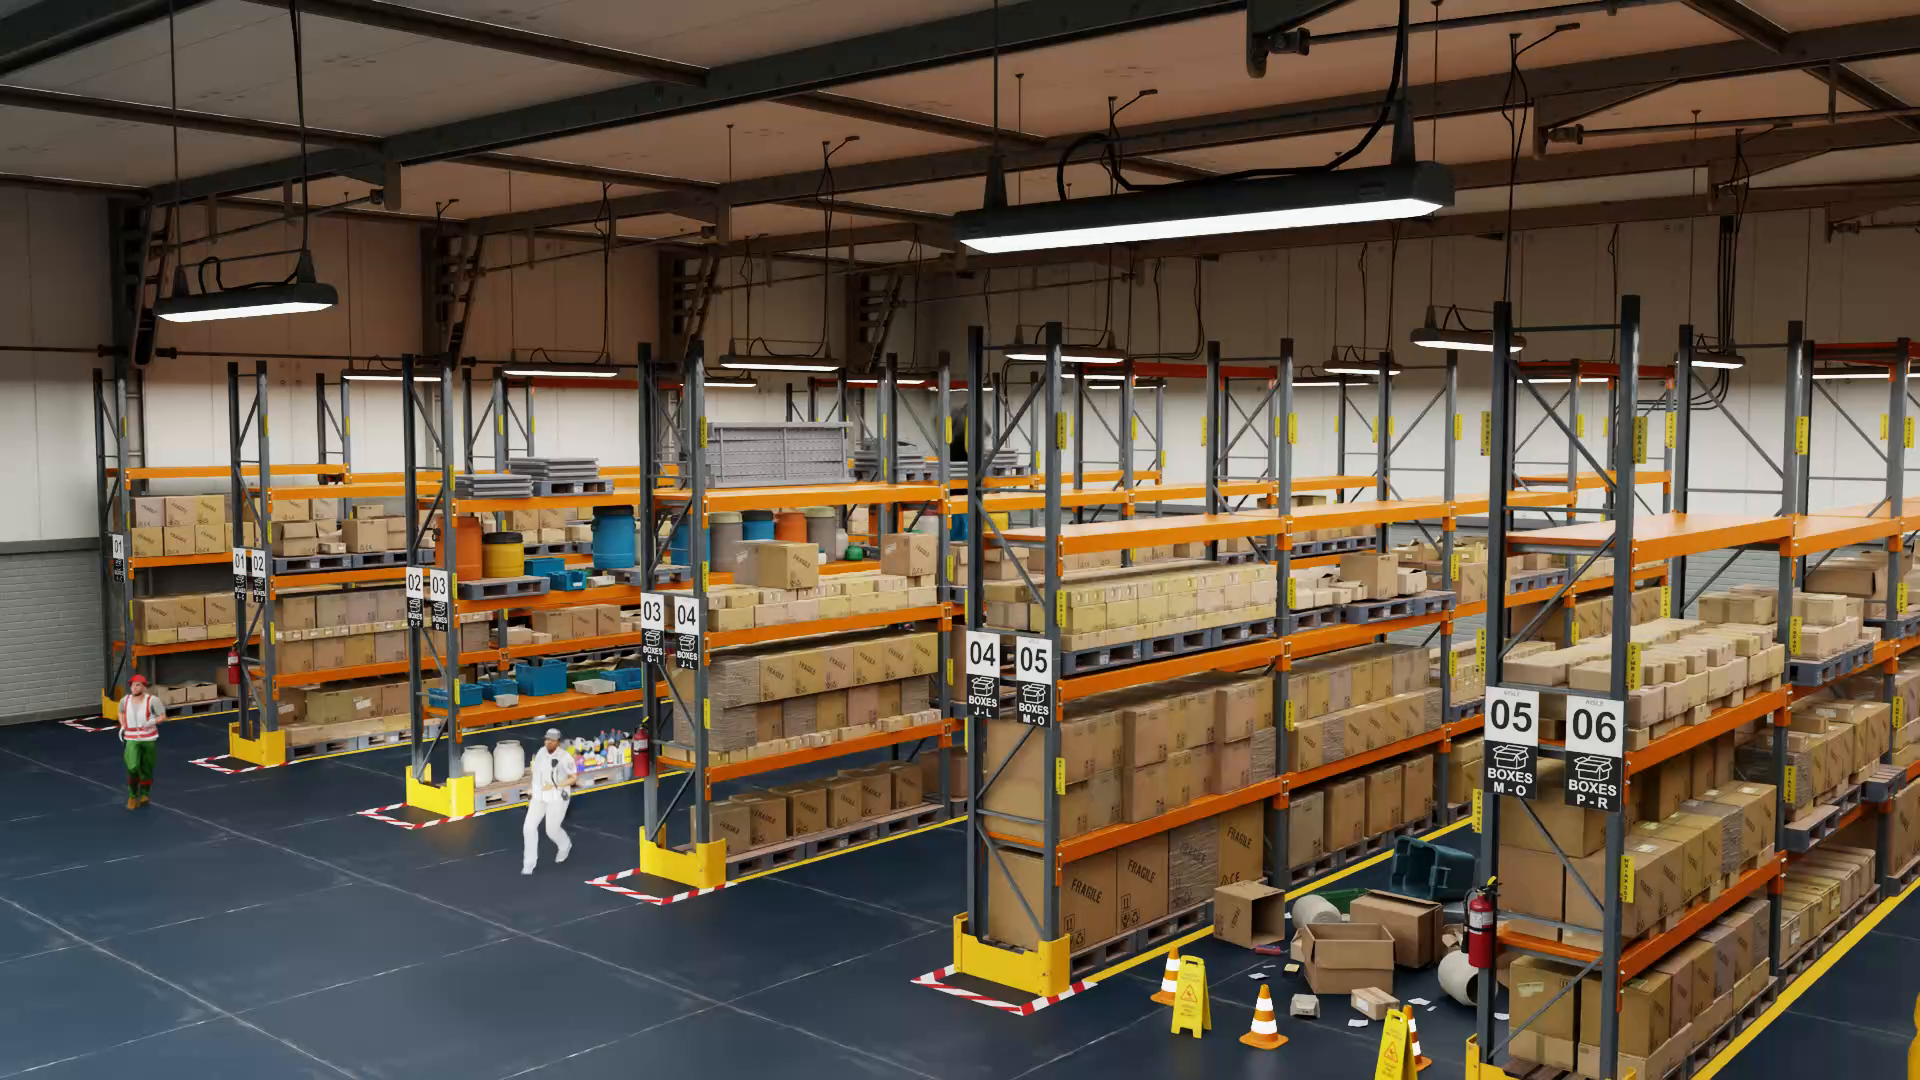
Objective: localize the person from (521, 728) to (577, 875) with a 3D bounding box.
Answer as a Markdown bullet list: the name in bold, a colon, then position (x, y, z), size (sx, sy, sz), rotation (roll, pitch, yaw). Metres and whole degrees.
- **person**: position (-4.629, 2.984, 19.006), size (0.649, 1.720, 0.758), rotation (2, 4, 20)

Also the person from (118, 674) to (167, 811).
- **person**: position (-10.804, 2.673, 21.946), size (0.619, 1.809, 0.713), rotation (-1, 4, -18)
